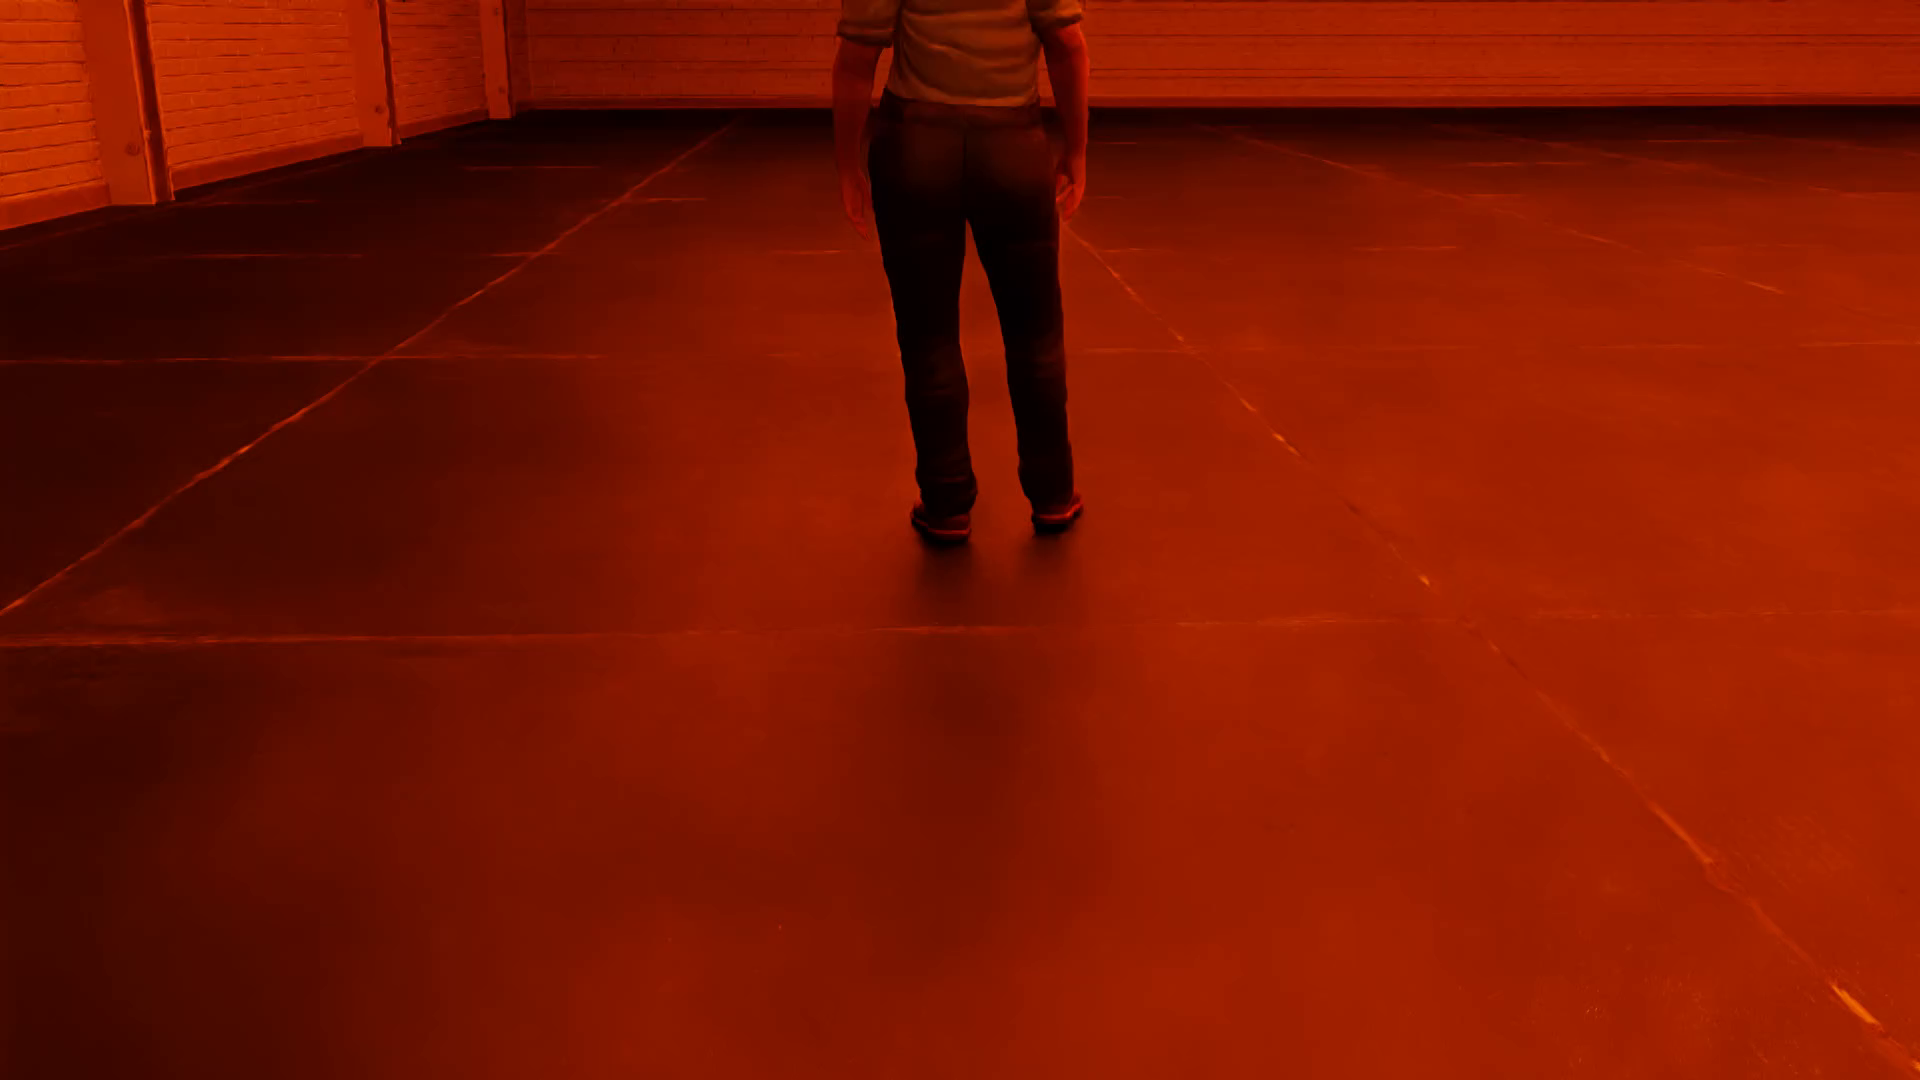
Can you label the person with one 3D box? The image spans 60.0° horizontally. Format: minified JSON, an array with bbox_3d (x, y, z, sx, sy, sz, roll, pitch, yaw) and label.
[{"bbox_3d":[0.018,-0.821,3.762,0.599,1.650,0.502,-1,17,-3],"label":"person"}]
